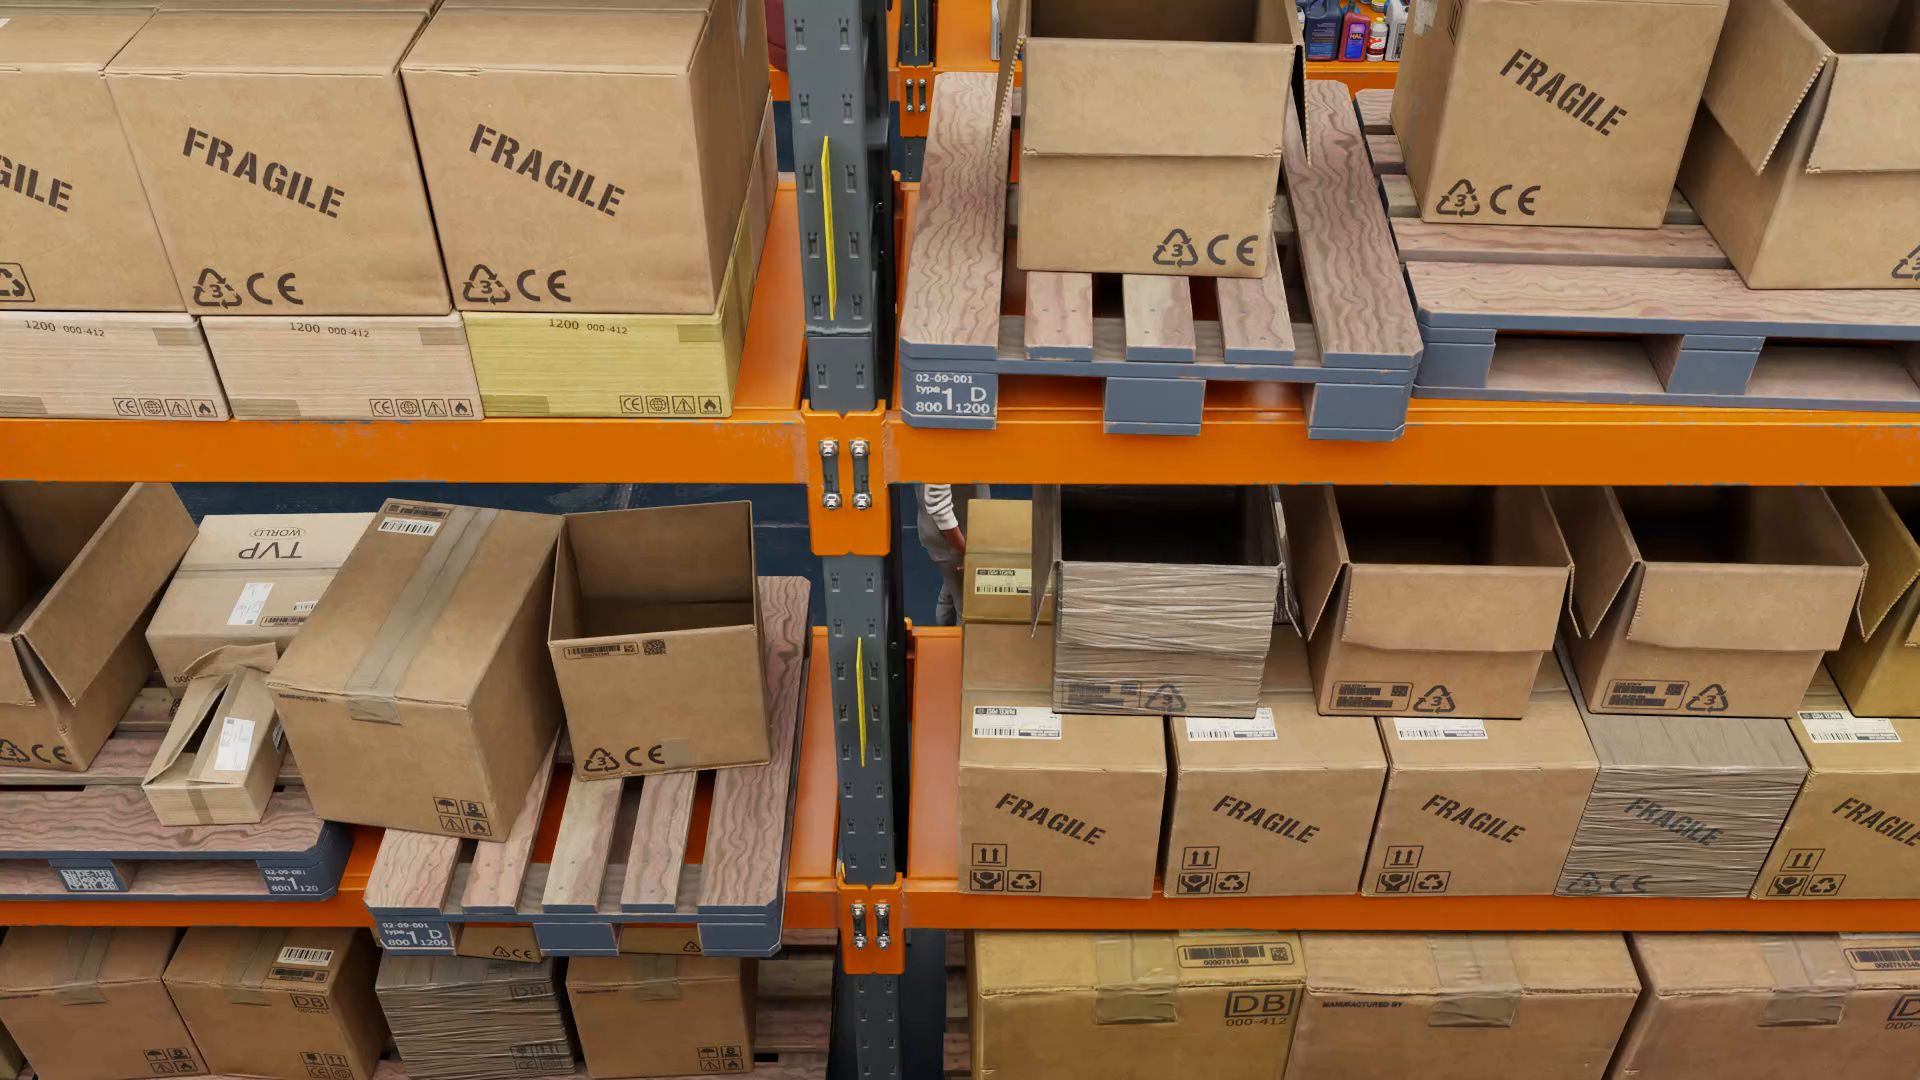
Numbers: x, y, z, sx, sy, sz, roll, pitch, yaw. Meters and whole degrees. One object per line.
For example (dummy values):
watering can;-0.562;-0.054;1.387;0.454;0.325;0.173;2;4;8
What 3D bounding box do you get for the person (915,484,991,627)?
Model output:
person;0.063;-0.036;6.196;0.474;1.591;0.519;0;40;0
